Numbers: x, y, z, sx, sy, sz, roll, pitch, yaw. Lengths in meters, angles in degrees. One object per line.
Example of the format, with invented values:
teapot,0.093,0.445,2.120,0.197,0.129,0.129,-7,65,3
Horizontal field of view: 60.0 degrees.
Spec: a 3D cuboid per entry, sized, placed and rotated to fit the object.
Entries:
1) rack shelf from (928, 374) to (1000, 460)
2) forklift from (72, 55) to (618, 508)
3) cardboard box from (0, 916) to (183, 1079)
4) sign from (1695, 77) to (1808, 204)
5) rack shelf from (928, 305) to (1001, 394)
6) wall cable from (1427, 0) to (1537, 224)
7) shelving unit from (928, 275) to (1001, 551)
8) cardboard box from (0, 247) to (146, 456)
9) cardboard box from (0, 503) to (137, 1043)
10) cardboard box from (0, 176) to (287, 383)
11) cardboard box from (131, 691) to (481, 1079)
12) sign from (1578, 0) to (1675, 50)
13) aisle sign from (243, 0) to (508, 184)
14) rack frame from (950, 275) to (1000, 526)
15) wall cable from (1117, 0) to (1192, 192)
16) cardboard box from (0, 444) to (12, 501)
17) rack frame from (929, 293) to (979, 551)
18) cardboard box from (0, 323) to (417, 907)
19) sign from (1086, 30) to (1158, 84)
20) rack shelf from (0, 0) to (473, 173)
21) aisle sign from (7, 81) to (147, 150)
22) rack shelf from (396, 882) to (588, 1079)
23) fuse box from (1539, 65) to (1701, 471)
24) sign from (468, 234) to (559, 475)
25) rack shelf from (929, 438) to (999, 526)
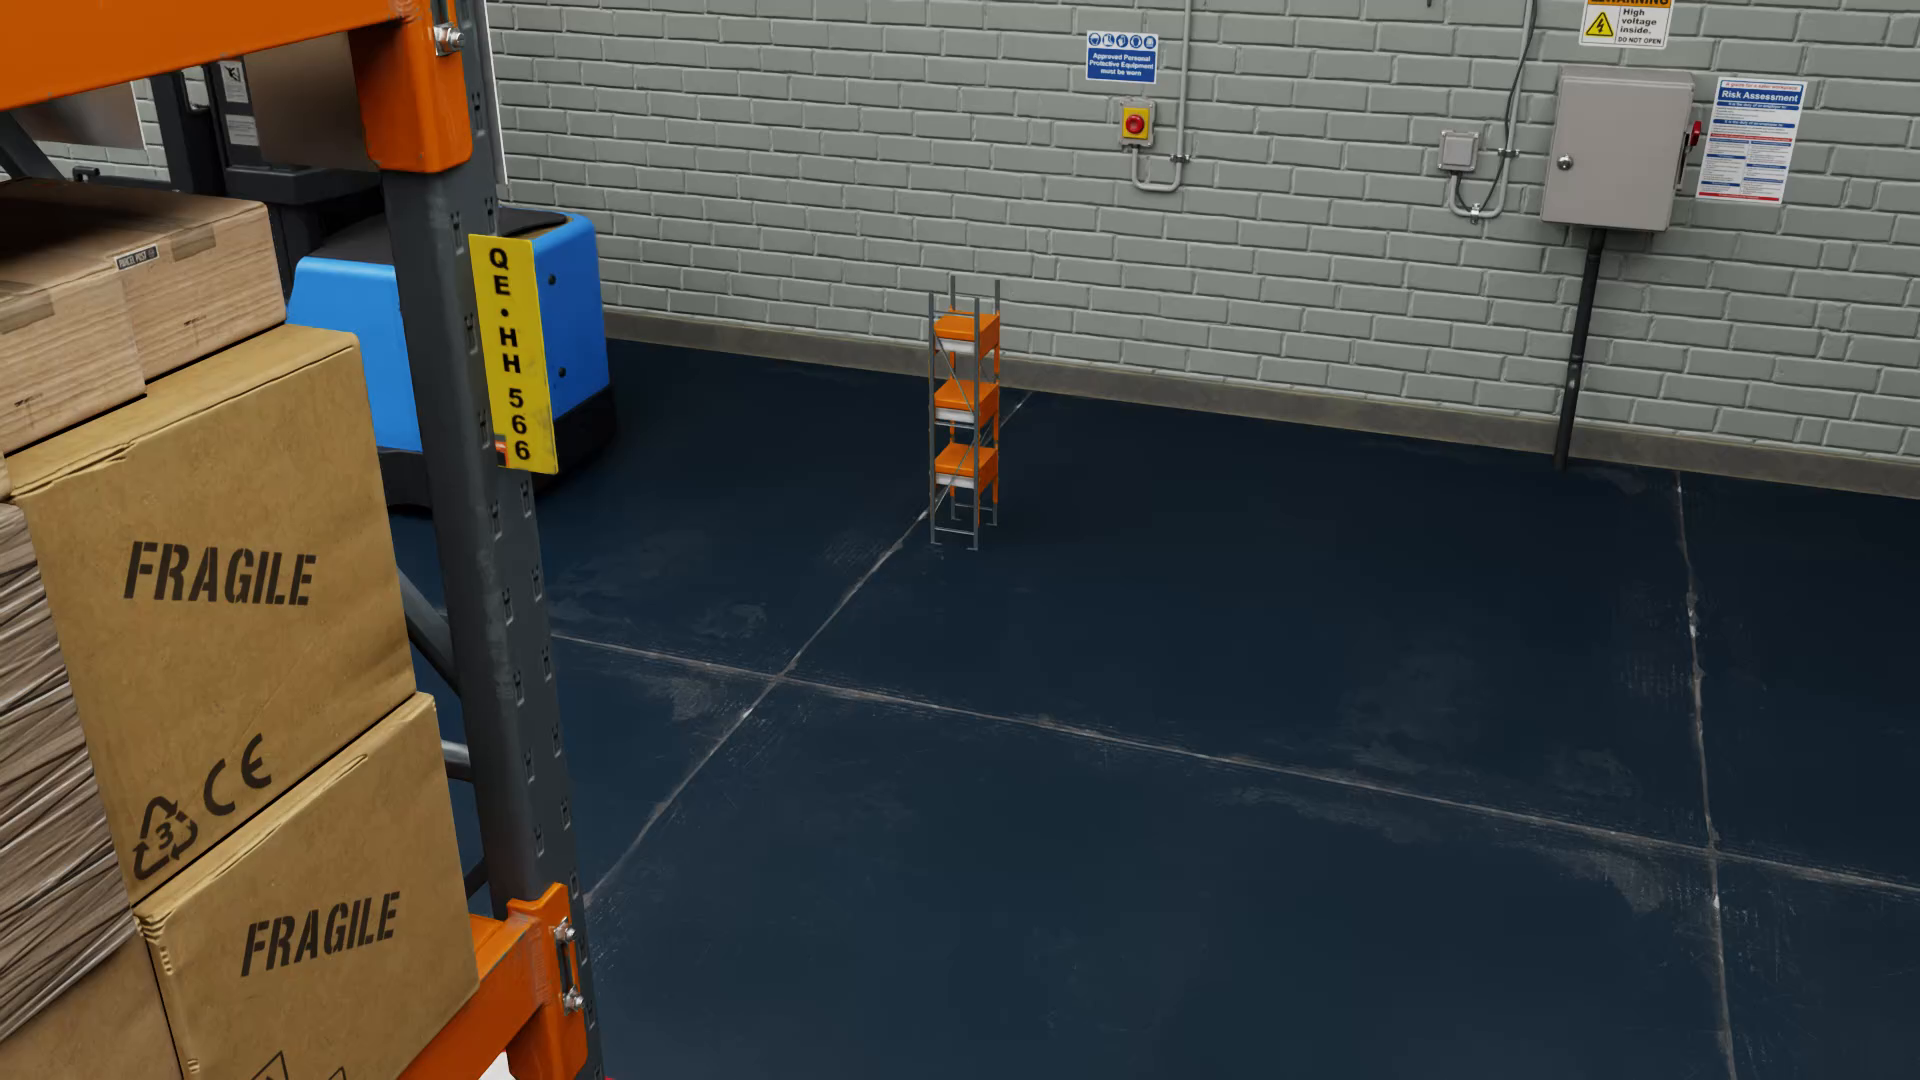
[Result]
rack shelf,0.018,-0.485,6.571,0.215,0.259,0.240,9,27,17
forklift,-3.139,-1.771,7.045,3.031,2.935,1.130,8,27,17
cardboard box,-1.194,0.696,1.755,0.500,0.500,0.500,8,27,16
sign,3.220,-1.626,6.775,0.329,0.494,0.001,9,27,17
rack shelf,0.018,-0.740,6.448,0.215,0.259,0.240,9,27,17
wall cable,2.094,-2.276,6.843,0.588,1.984,0.122,9,27,17
shelving unit,0.018,-0.495,6.567,0.215,1.050,0.252,9,27,17
cardboard box,-1.094,-0.202,1.719,0.380,0.149,0.250,9,27,18
cardboard box,-1.184,0.257,1.514,0.500,0.500,0.500,9,27,18
cardboard box,-1.032,-0.310,1.941,0.380,0.149,0.250,9,27,18
cardboard box,-1.013,0.492,2.176,0.500,0.500,0.500,9,27,18
sign,2.702,-2.120,6.739,0.339,0.242,0.001,9,27,17
aisle sign,-0.786,-0.854,2.089,0.394,0.787,0.004,9,27,17
rack frame,0.058,-0.545,6.670,0.200,1.050,0.008,9,27,17
wall cable,0.752,-2.491,7.252,0.585,1.953,0.123,9,27,17
cardboard box,-1.101,-0.084,1.474,0.380,0.149,0.250,8,27,17
rack frame,-0.023,-0.444,6.463,0.200,1.050,0.008,9,27,17
cardboard box,-1.038,0.038,1.967,0.500,0.500,0.500,10,27,19
sign,0.727,-2.174,7.487,0.327,0.218,0.001,9,27,17
rack shelf,-1.767,0.096,0.492,1.077,0.370,4.000,9,27,17
aisle sign,-1.351,-0.941,2.268,0.394,0.787,0.004,9,27,17
rack shelf,-1.767,1.446,1.146,1.077,0.370,4.000,9,27,17
fuse box,2.685,-1.075,7.008,0.539,1.711,0.414,9,27,17
sign,-0.595,-0.243,2.209,0.100,0.325,0.005,9,27,17
rack shelf,0.018,-0.235,6.692,0.215,0.259,0.240,9,27,17
